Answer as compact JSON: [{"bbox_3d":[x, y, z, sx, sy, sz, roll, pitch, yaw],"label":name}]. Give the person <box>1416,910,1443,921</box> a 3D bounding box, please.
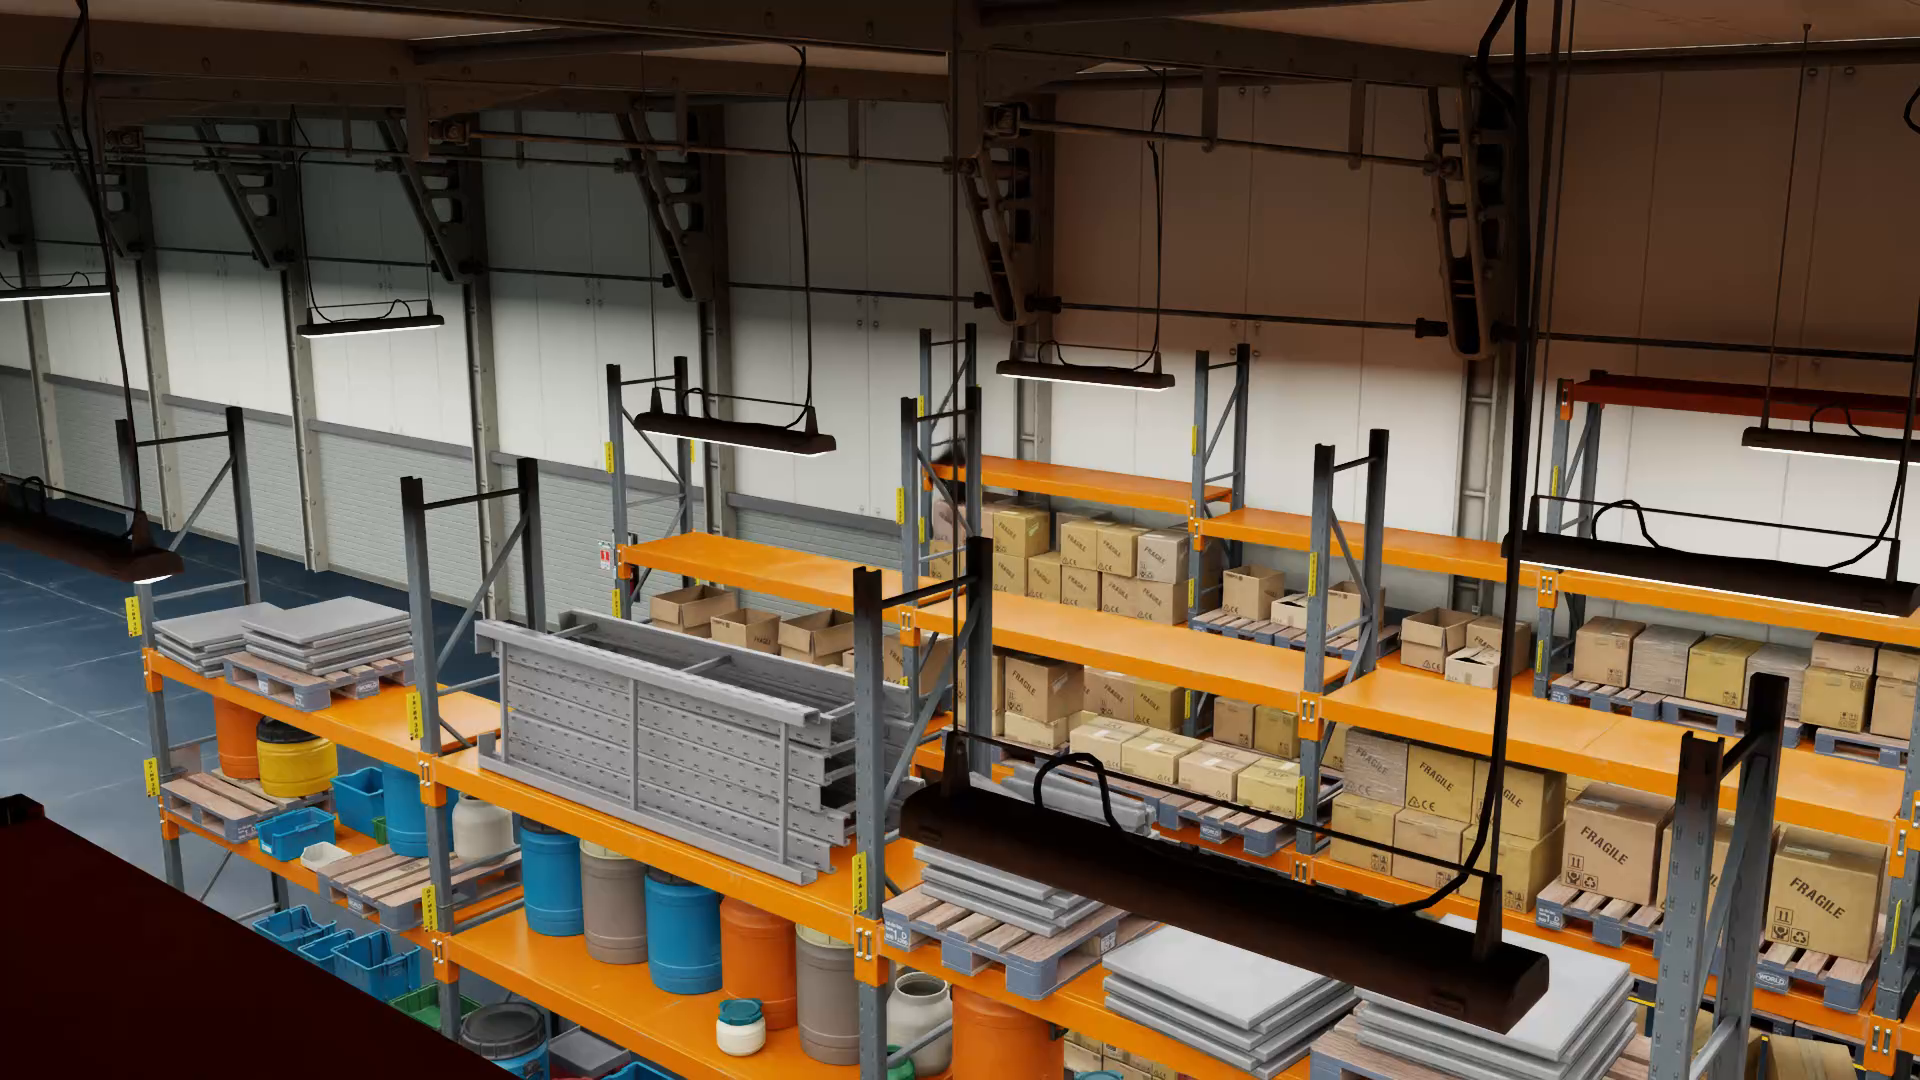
[{"bbox_3d":[4.540,3.716,16.059,0.818,1.694,0.532,8,15,33],"label":"person"}]
